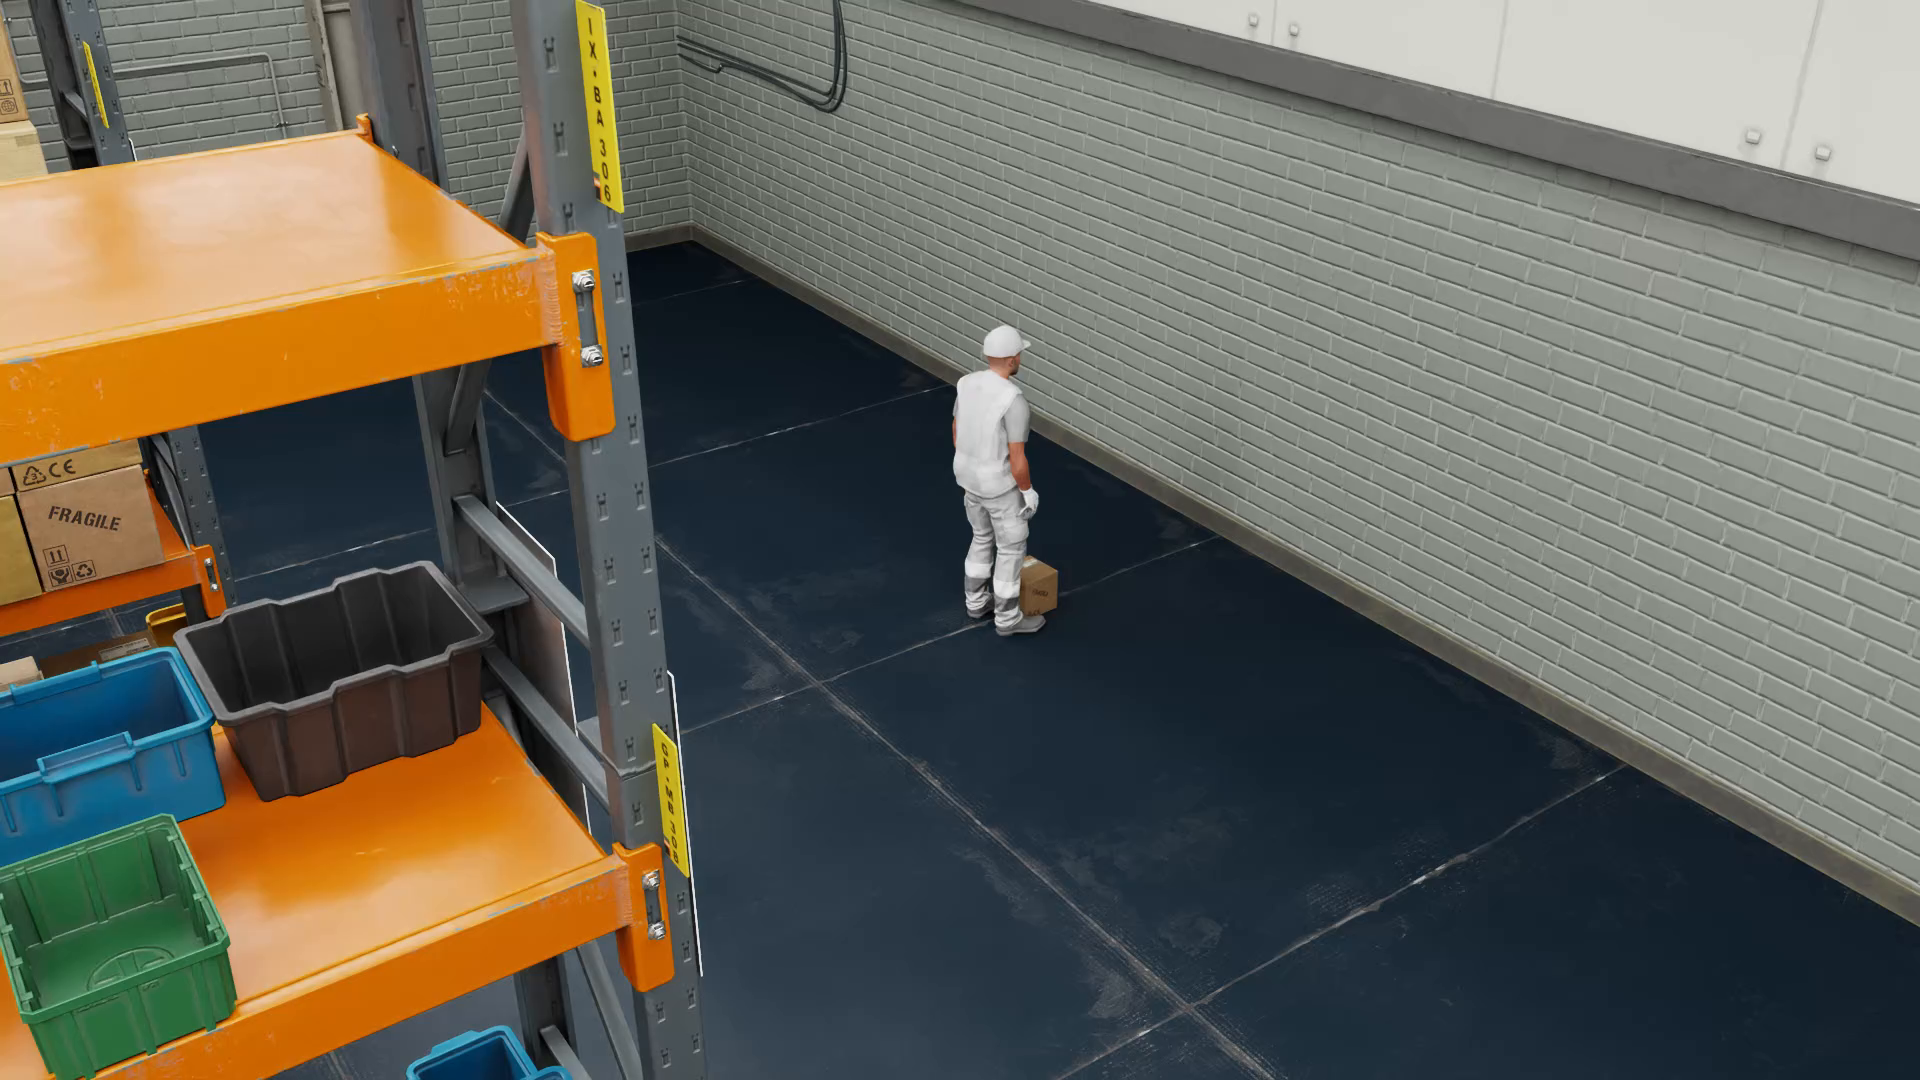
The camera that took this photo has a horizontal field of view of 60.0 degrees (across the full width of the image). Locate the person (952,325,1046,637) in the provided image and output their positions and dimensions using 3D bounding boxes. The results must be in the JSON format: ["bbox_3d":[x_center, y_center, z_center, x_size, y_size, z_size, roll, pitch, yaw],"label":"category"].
[{"bbox_3d":[0.206,-0.331,9.281,0.451,1.778,0.612,-21,35,-33],"label":"person"}]
